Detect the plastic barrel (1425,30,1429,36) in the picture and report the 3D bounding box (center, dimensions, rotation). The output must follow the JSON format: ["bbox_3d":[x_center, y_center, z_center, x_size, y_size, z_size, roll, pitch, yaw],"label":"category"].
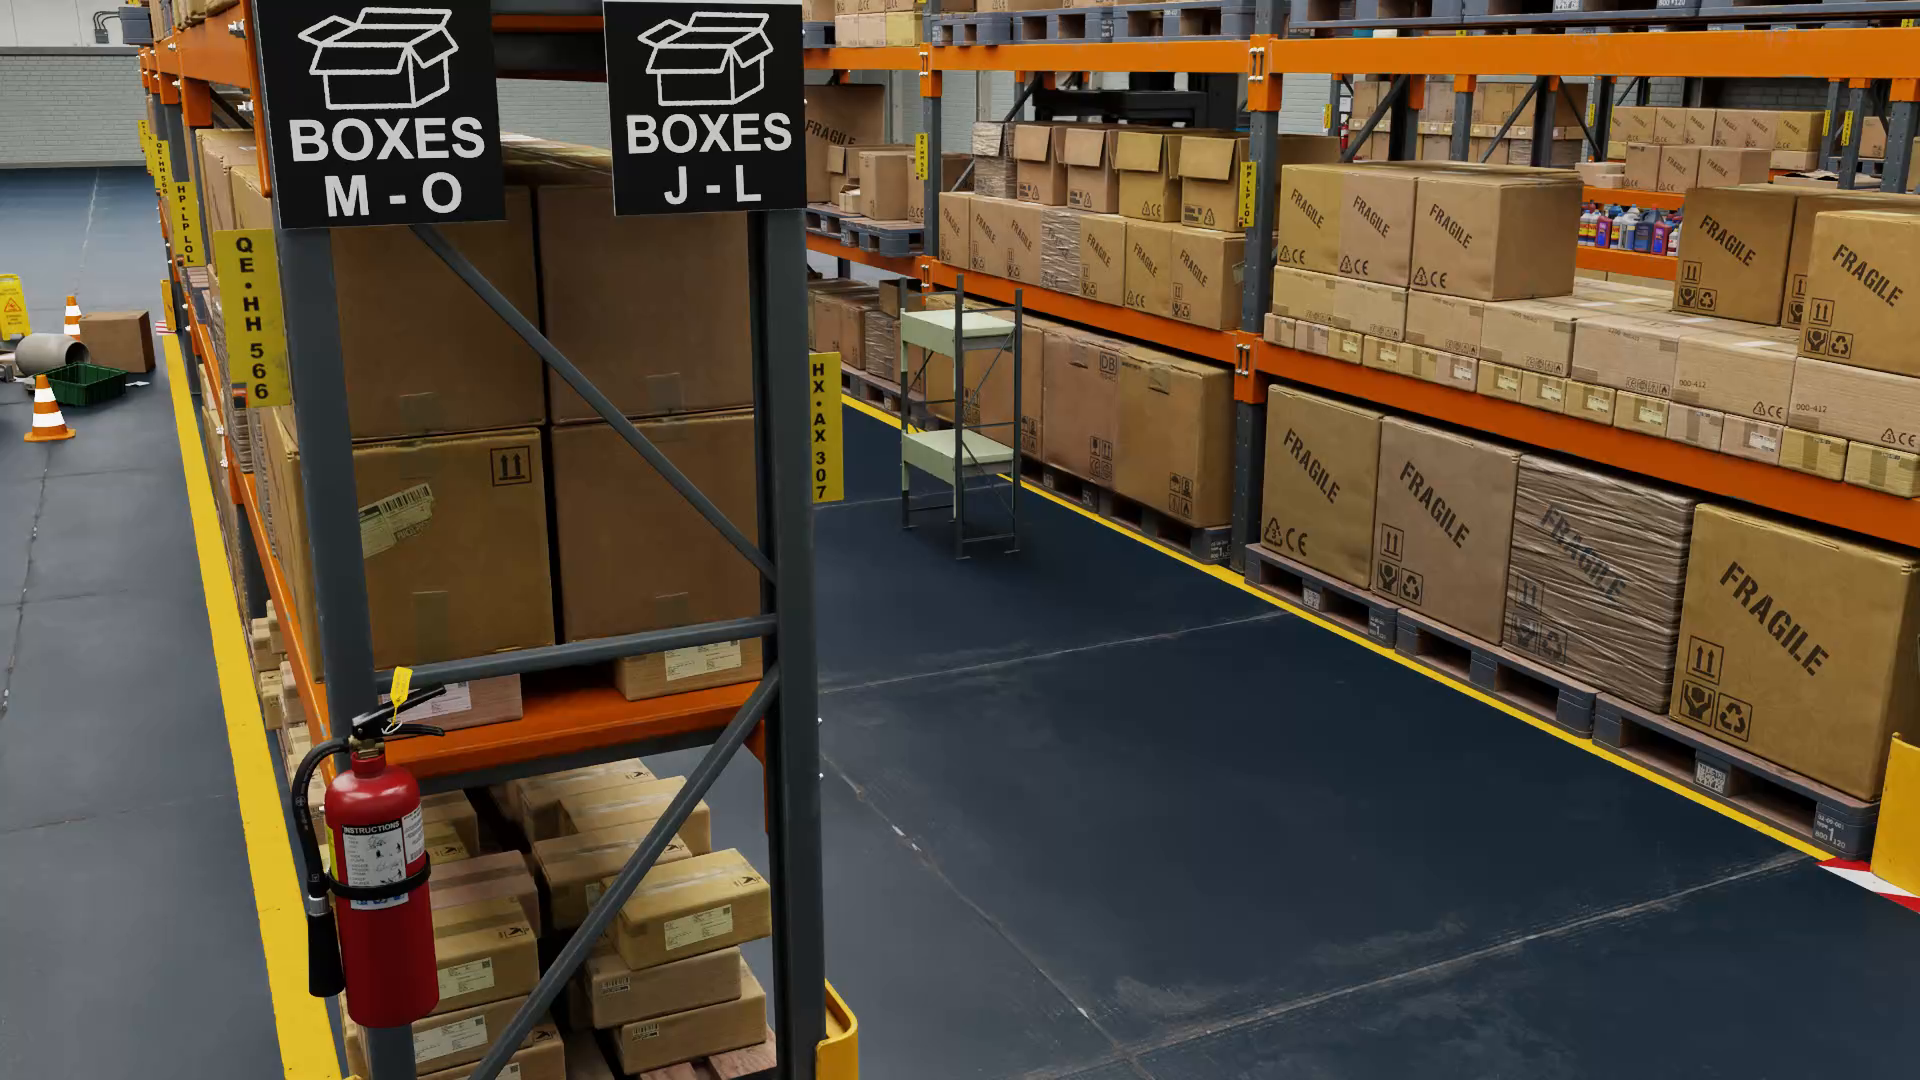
[{"bbox_3d":[4.211,-4.955,15.361,0.600,0.830,0.708,-8,18,-25],"label":"plastic barrel"}]

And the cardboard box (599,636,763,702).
[{"bbox_3d":[-0.635,0.243,3.921,0.380,0.149,0.250,-8,18,-25],"label":"cardboard box"}]

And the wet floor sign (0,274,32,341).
[{"bbox_3d":[-9.590,-2.361,16.809,0.267,0.644,0.232,-11,20,-34],"label":"wet floor sign"}]

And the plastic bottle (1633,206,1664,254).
[{"bbox_3d":[5.235,-2.360,12.627,0.144,0.351,0.185,-8,18,-25],"label":"plastic bottle"}]

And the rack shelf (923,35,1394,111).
[{"bbox_3d":[1.086,-2.916,10.340,1.077,0.370,4.000,-8,18,-25],"label":"rack shelf"}]

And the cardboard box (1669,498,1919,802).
[{"bbox_3d":[3.362,0.338,6.224,0.875,0.875,0.875,-8,18,-25],"label":"cardboard box"}]

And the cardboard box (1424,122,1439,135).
[{"bbox_3d":[6.263,-5.351,21.601,0.380,0.149,0.250,-7,18,-24],"label":"cardboard box"}]

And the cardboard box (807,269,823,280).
[{"bbox_3d":[-1.682,-2.412,16.488,0.500,0.500,0.500,-8,18,-27],"label":"cardboard box"}]

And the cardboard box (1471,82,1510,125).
[{"bbox_3d":[6.723,-5.534,21.064,0.700,0.500,0.500,-8,18,-25],"label":"cardboard box"}]

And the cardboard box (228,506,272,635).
[{"bbox_3d":[-3.091,0.097,7.745,0.500,0.500,0.500,-8,18,-26],"label":"cardboard box"}]

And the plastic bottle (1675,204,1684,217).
[{"bbox_3d":[5.756,-2.514,13.162,0.144,0.351,0.185,-8,18,-25],"label":"plastic bottle"}]

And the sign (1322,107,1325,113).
[{"bbox_3d":[7.315,-8.550,33.083,0.001,0.109,0.331,-8,18,-25],"label":"sign"}]

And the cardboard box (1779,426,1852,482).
[{"bbox_3d":[3.147,-0.324,5.897,0.380,0.149,0.250,-7,18,-24],"label":"cardboard box"}]

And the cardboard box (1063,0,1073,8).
[{"bbox_3d":[0.999,-3.661,10.691,0.500,0.500,0.500,-7,17,-22],"label":"cardboard box"}]

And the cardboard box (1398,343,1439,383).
[{"bbox_3d":[2.253,-0.831,7.663,0.380,0.149,0.250,-8,18,-26],"label":"cardboard box"}]

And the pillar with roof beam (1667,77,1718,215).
[{"bbox_3d":[7.278,-8.389,22.671,9.100,9.000,0.400,-8,18,-25],"label":"pillar with roof beam"}]

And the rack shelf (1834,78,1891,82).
[{"bbox_3d":[12.692,-5.703,20.053,1.077,0.370,4.000,-8,18,-25],"label":"rack shelf"}]

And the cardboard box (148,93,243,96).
[{"bbox_3d":[-7.670,-4.220,16.787,0.875,0.550,0.550,-8,18,-25],"label":"cardboard box"}]

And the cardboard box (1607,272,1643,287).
[{"bbox_3d":[7.771,-2.999,18.987,0.500,0.250,0.500,-8,18,-27],"label":"cardboard box"}]

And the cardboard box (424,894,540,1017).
[{"bbox_3d":[-1.248,1.024,4.072,0.380,0.149,0.250,-7,18,-24],"label":"cardboard box"}]

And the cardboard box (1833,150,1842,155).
[{"bbox_3d":[11.803,-5.183,22.610,0.500,0.250,0.500,-7,18,-24],"label":"cardboard box"}]

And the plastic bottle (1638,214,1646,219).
[{"bbox_3d":[5.572,-2.561,13.598,0.097,0.201,0.097,0,16,0],"label":"plastic bottle"}]

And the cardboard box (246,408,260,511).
[{"bbox_3d":[-1.877,-0.407,5.010,0.500,0.500,0.500,-7,17,-22],"label":"cardboard box"}]

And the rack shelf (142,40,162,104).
[{"bbox_3d":[-5.169,-3.333,11.794,1.077,0.370,4.000,-8,18,-25],"label":"rack shelf"}]

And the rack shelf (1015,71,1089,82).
[{"bbox_3d":[2.034,-5.498,19.338,1.077,0.370,4.000,-8,18,-25],"label":"rack shelf"}]

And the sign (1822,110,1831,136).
[{"bbox_3d":[11.331,-5.452,21.741,0.100,0.325,0.005,-8,18,-25],"label":"sign"}]

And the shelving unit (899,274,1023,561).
[{"bbox_3d":[-0.003,-0.723,9.550,0.431,1.500,0.755,-8,18,-25],"label":"shelving unit"}]

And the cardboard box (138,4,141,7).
[{"bbox_3d":[-6.492,-4.356,13.566,0.380,0.149,0.250,-8,18,-25],"label":"cardboard box"}]

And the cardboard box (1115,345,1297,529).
[{"bbox_3d":[1.664,-0.661,9.706,1.225,0.875,0.875,-8,18,-25],"label":"cardboard box"}]

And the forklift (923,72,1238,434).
[{"bbox_3d":[1.187,-2.237,12.231,3.031,2.935,1.130,-10,19,-31],"label":"forklift"}]

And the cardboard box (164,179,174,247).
[{"bbox_3d":[-6.057,-2.618,13.256,0.500,0.500,0.500,-7,18,-24],"label":"cardboard box"}]

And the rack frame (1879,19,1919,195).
[{"bbox_3d":[6.415,-1.922,11.012,1.000,3.000,0.127,-8,18,-25],"label":"rack frame"}]

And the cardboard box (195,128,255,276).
[{"bbox_3d":[-2.562,-1.280,6.239,0.500,0.500,0.500,-7,18,-24],"label":"cardboard box"}]

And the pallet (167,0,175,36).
[{"bbox_3d":[-2.715,-2.267,7.115,1.213,0.211,1.003,-8,18,-25],"label":"pallet"}]

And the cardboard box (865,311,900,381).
[{"bbox_3d":[-0.356,-1.625,13.711,0.700,0.500,0.500,-9,18,-29],"label":"cardboard box"}]

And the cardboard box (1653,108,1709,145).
[{"bbox_3d":[10.431,-5.986,24.047,0.500,0.500,0.500,-8,18,-27],"label":"cardboard box"}]

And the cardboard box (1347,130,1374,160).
[{"bbox_3d":[5.805,-5.426,23.040,0.700,0.500,0.500,-8,18,-25],"label":"cardboard box"}]

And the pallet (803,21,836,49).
[{"bbox_3d":[-0.911,-4.236,13.977,1.213,0.211,1.003,-8,18,-25],"label":"pallet"}]

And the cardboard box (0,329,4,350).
[{"bbox_3d":[-9.158,-1.772,15.014,0.637,0.503,0.797,7,17,23],"label":"cardboard box"}]

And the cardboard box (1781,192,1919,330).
[{"bbox_3d":[3.528,-1.039,6.306,0.500,0.500,0.500,-8,18,-26],"label":"cardboard box"}]

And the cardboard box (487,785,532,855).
[{"bbox_3d":[-1.259,0.851,5.215,0.380,0.149,0.250,-9,18,-28],"label":"cardboard box"}]

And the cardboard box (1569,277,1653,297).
[{"bbox_3d":[2.844,-1.062,7.748,0.500,0.250,0.500,-7,18,-24],"label":"cardboard box"}]

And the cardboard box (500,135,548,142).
[{"bbox_3d":[-1.649,-1.081,5.547,0.500,0.500,0.500,-7,17,-23],"label":"cardboard box"}]

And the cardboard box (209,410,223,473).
[{"bbox_3d":[-3.552,-0.523,8.546,0.500,0.250,0.500,-9,18,-27],"label":"cardboard box"}]

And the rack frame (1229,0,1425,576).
[{"bbox_3d":[1.962,-1.324,8.926,1.000,3.000,0.127,-8,18,-25],"label":"rack frame"}]

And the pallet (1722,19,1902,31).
[{"bbox_3d":[5.984,-3.456,11.260,1.213,0.211,1.003,-8,18,-25],"label":"pallet"}]

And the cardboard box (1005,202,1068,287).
[{"bbox_3d":[0.634,-1.956,10.948,0.500,0.500,0.500,-8,18,-26],"label":"cardboard box"}]

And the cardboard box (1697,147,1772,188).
[{"bbox_3d":[8.367,-3.974,17.980,0.500,0.500,0.500,-9,18,-28],"label":"cardboard box"}]

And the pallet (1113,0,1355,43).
[{"bbox_3d":[1.516,-2.895,9.310,0.805,0.209,1.217,-8,18,-27],"label":"pallet"}]

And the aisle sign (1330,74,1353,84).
[{"bbox_3d":[5.308,-6.724,23.032,0.394,0.787,0.004,-8,18,-25],"label":"aisle sign"}]

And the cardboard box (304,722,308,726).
[{"bbox_3d":[-2.124,0.651,5.913,0.380,0.149,0.250,-7,17,-22],"label":"cardboard box"}]

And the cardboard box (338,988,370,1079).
[{"bbox_3d":[-1.410,1.254,4.350,0.380,0.149,0.250,-7,17,-23],"label":"cardboard box"}]

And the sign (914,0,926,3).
[{"bbox_3d":[-0.279,-3.941,11.670,0.100,0.325,0.005,-8,18,-25],"label":"sign"}]

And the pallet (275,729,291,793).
[{"bbox_3d":[-2.215,0.753,6.744,1.003,0.211,1.213,-8,18,-25],"label":"pallet"}]
